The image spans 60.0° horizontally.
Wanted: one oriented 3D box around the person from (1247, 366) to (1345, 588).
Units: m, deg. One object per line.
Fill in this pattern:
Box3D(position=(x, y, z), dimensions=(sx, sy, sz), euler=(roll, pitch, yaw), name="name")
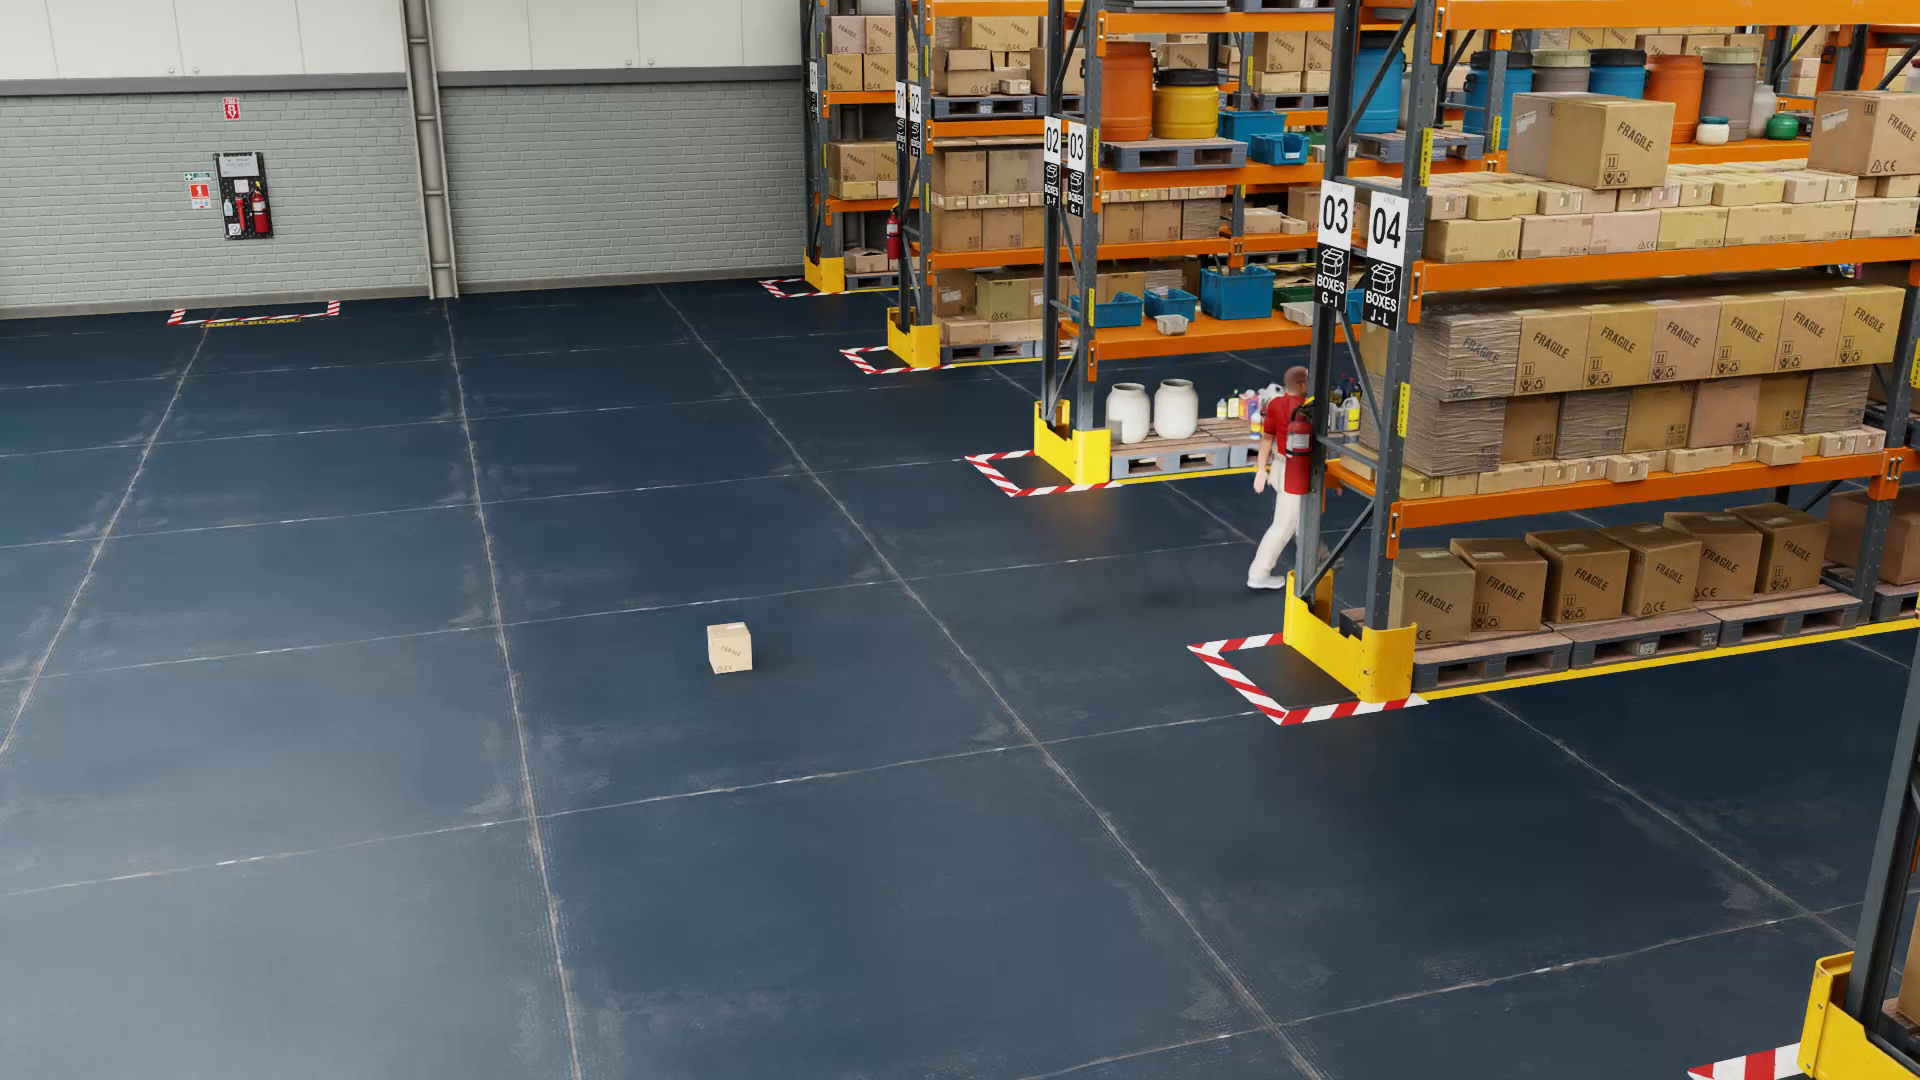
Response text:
Box3D(position=(2.608, -0.489, 12.461), dimensions=(0.958, 1.679, 0.573), euler=(-6, 20, -16), name="person")
